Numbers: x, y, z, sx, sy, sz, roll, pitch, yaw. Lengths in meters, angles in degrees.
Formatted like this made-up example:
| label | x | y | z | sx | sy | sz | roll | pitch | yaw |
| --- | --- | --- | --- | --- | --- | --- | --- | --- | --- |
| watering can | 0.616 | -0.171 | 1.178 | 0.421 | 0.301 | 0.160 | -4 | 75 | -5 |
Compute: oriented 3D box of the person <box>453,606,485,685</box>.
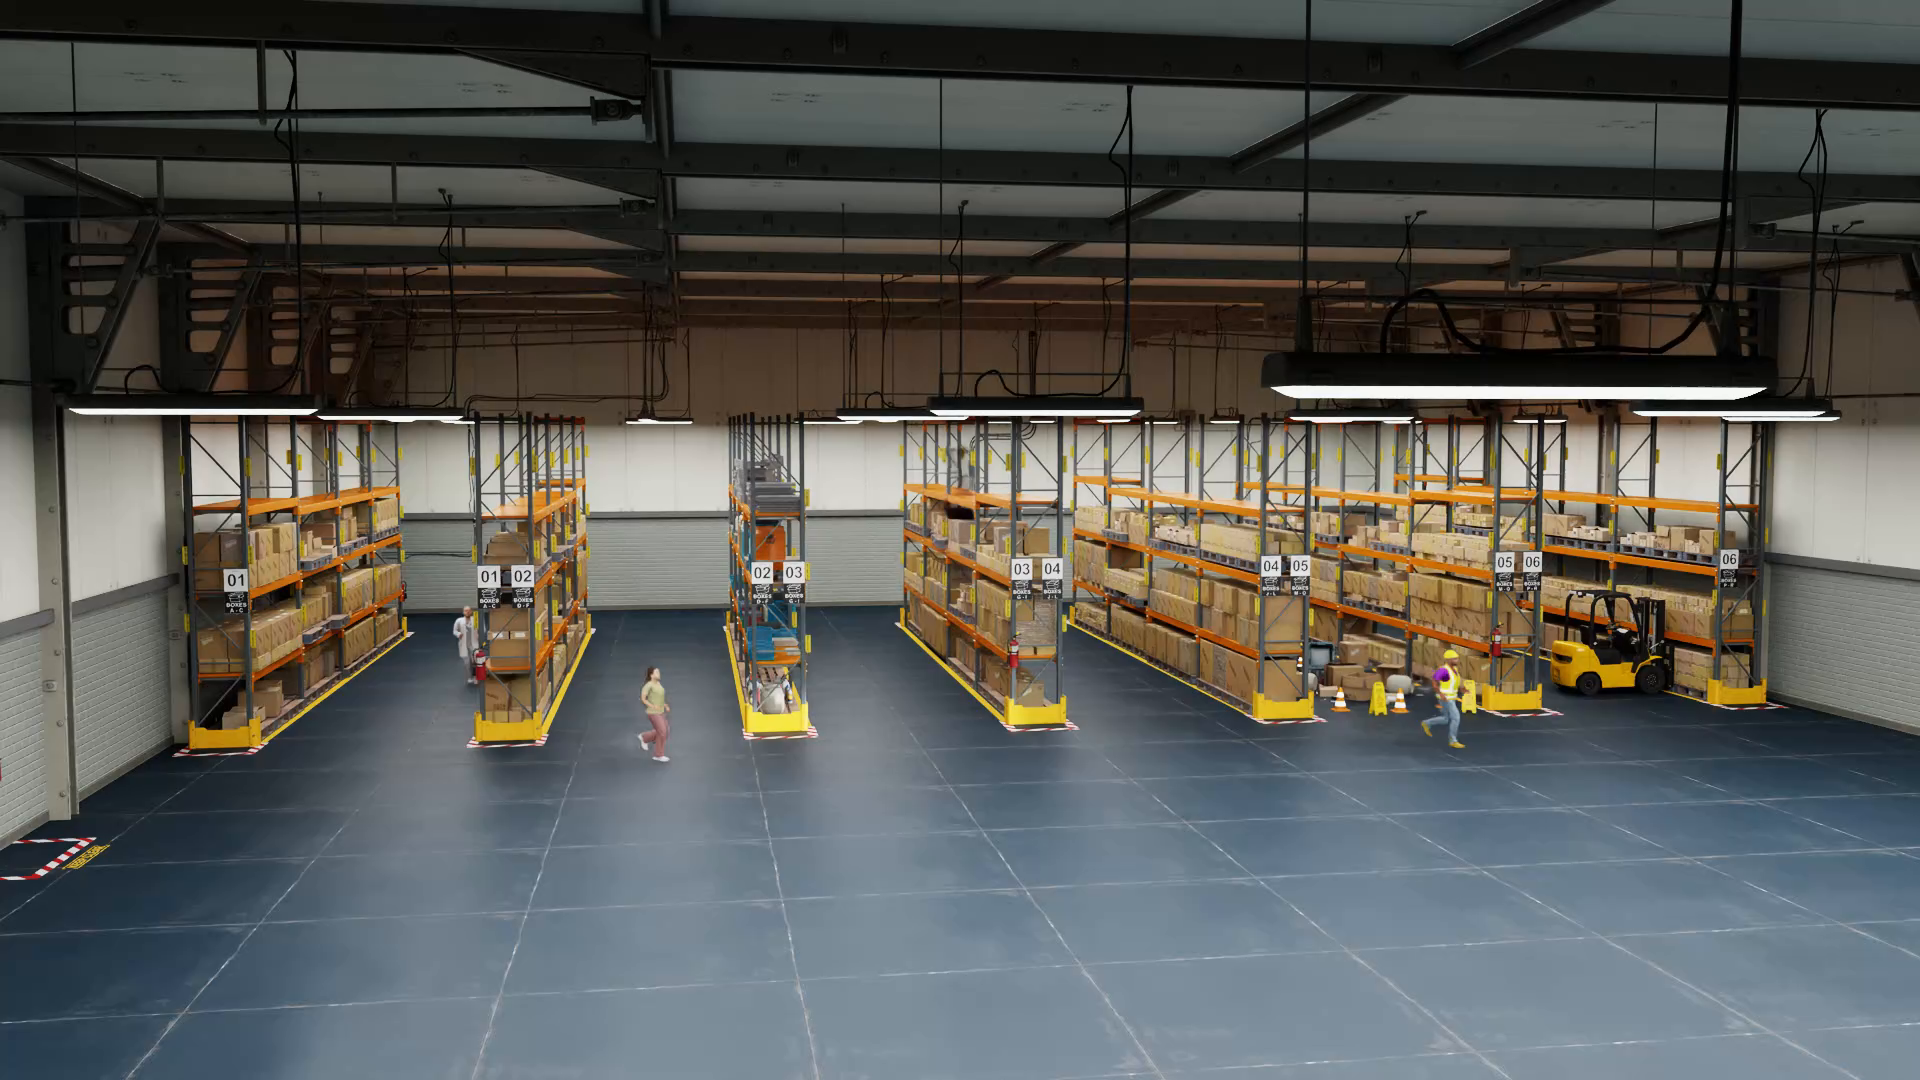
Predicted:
| label | x | y | z | sx | sy | sz | roll | pitch | yaw |
| --- | --- | --- | --- | --- | --- | --- | --- | --- | --- |
| person | -10.868 | 2.343 | 36.819 | 0.679 | 1.765 | 0.721 | -1 | 4 | -14 |

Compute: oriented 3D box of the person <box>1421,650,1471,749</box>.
| label | x | y | z | sx | sy | sz | roll | pitch | yaw |
| --- | --- | --- | --- | --- | --- | --- | --- | --- | --- |
| person | 8.666 | 2.834 | 29.833 | 0.855 | 1.735 | 0.680 | 3 | 5 | 35 |

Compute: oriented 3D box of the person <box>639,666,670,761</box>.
| label | x | y | z | sx | sy | sz | roll | pitch | yaw |
| --- | --- | --- | --- | --- | --- | --- | --- | --- | --- |
| person | -5.287 | 2.976 | 28.560 | 0.599 | 1.633 | 0.581 | 1 | 4 | 17 |
